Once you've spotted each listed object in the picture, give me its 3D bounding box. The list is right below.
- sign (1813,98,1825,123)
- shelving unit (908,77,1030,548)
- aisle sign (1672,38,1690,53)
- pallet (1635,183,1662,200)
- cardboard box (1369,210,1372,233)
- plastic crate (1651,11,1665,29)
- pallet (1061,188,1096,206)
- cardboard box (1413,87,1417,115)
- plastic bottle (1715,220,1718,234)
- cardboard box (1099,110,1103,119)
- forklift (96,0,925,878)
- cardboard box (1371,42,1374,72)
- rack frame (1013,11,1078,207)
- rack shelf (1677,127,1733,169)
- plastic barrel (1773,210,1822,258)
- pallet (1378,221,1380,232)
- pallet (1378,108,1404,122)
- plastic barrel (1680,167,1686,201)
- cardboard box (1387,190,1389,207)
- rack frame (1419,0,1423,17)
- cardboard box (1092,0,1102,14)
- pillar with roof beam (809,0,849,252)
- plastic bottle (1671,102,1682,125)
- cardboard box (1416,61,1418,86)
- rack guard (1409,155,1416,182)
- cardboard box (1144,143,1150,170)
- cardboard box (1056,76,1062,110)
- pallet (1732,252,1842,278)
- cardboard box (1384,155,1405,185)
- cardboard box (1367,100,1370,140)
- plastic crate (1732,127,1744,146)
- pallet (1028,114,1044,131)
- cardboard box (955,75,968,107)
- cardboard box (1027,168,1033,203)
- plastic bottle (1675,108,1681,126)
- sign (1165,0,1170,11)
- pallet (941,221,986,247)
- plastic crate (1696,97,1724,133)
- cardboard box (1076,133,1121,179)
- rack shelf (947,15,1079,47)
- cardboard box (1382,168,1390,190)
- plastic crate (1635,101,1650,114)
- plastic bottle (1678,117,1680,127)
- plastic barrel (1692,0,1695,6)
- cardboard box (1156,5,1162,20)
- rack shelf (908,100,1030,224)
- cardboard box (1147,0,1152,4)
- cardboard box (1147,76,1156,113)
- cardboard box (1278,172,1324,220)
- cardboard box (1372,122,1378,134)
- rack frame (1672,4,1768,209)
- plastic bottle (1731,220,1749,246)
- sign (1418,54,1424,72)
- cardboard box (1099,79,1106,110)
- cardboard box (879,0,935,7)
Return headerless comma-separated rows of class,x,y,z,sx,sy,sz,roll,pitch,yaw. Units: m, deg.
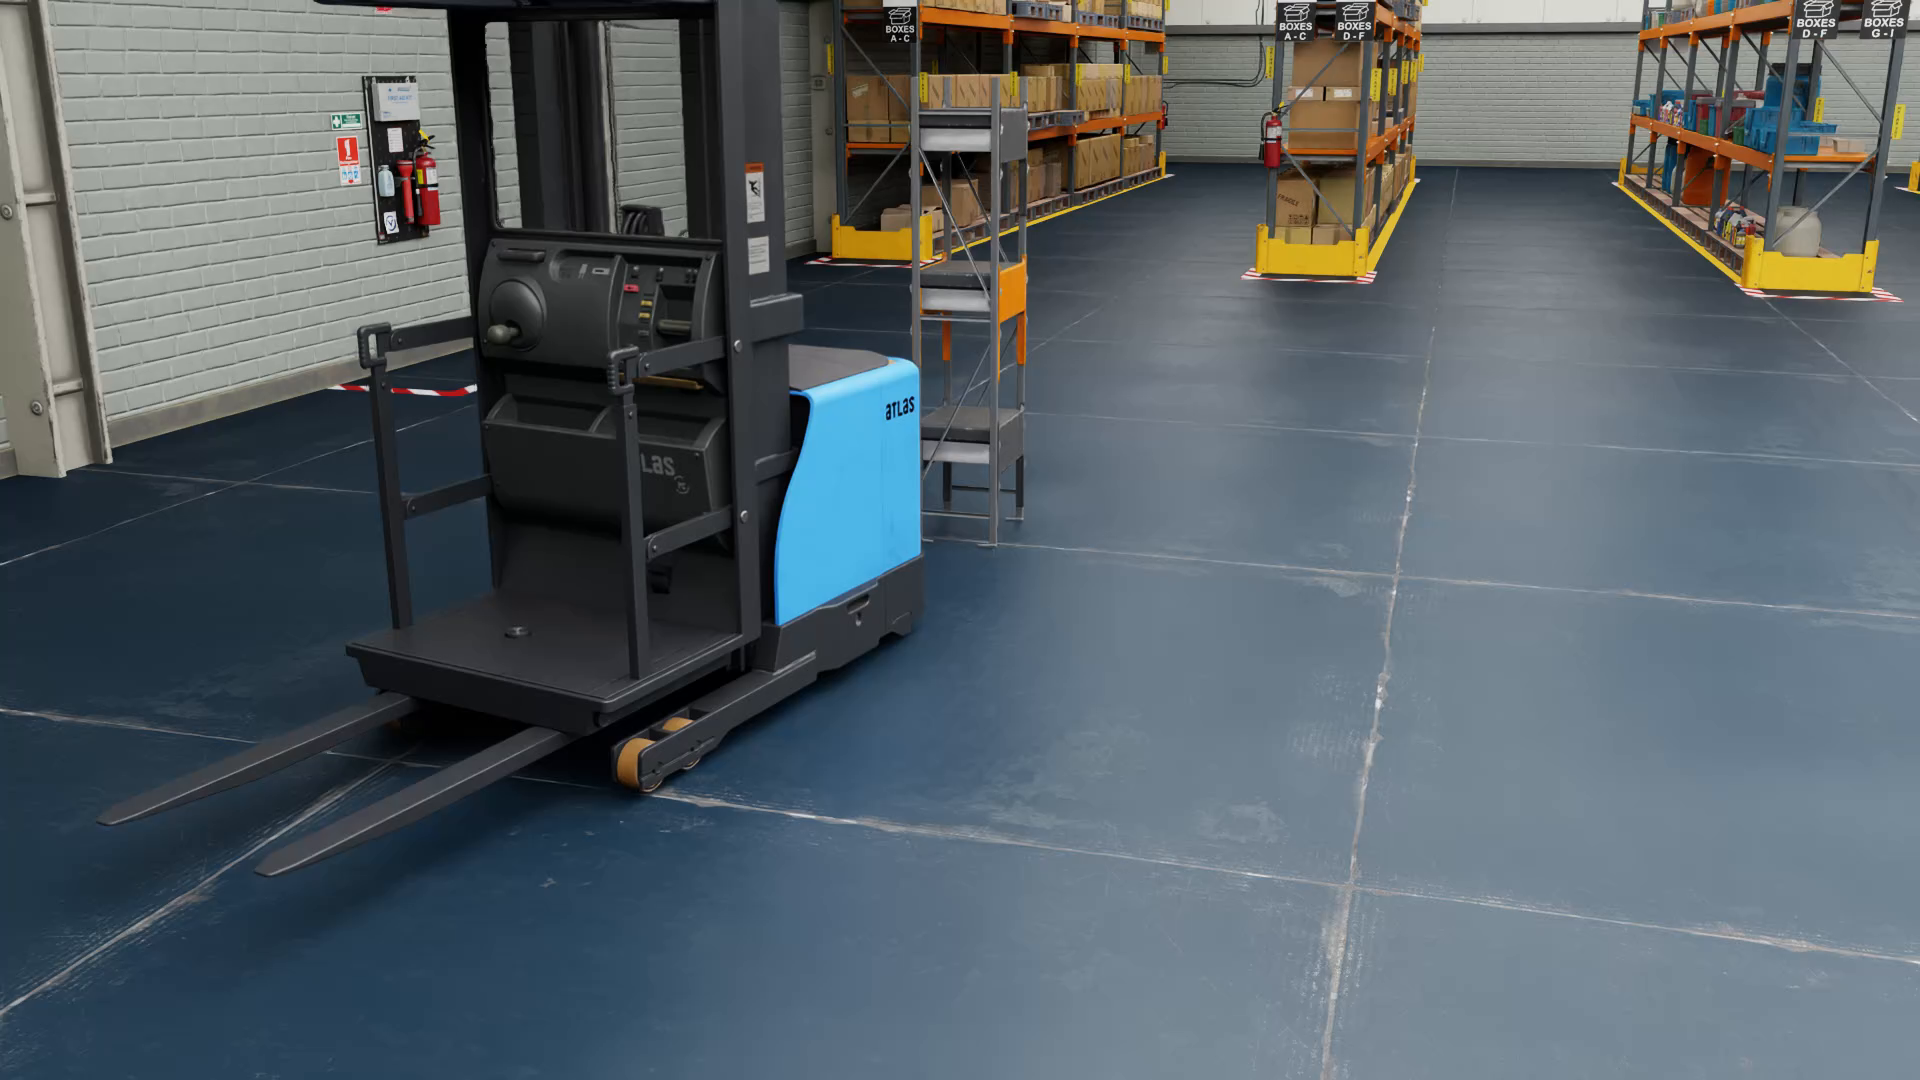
sign,10.223,-5.099,19.802,0.100,0.325,0.005,5,16,16
shelving unit,0.047,-1.053,7.696,0.431,2.100,0.503,5,16,16
aisle sign,13.410,-9.398,30.701,0.394,0.787,0.004,5,16,16
pallet,12.144,-5.958,28.449,1.003,0.211,1.213,5,16,16
cardboard box,4.749,-3.875,20.265,0.500,0.250,0.500,5,16,16
plastic crate,12.183,-8.981,28.716,0.437,0.282,0.530,5,16,16
pallet,1.633,-5.685,27.486,1.003,0.211,1.213,5,16,16
cardboard box,8.351,-8.310,31.446,0.500,0.500,0.500,5,17,16
plastic bottle,9.130,-3.774,19.961,0.097,0.201,0.097,0,16,0
cardboard box,2.246,-7.322,28.571,0.380,0.149,0.250,4,16,14
forklift,-1.280,-0.775,5.191,1.130,2.935,3.031,8,18,27
cardboard box,4.545,-5.689,19.828,0.700,0.500,0.500,5,16,16
rack frame,1.337,-6.826,26.399,1.000,3.000,0.127,5,16,16
rack shelf,10.267,-5.189,21.943,1.077,0.370,4.000,5,16,16
plastic barrel,8.676,-3.148,17.221,0.421,0.512,0.421,0,16,0
pallet,5.123,-4.251,22.429,1.003,0.211,1.213,5,16,16
pallet,6.636,-6.860,26.869,1.003,0.211,1.213,5,16,16
plastic barrel,11.033,-5.347,24.973,0.421,0.512,0.421,0,16,0
cardboard box,5.883,-4.899,23.874,0.500,0.250,0.500,5,17,17
rack frame,8.361,-11.422,31.608,1.000,3.000,0.127,5,16,16
cardboard box,2.022,-9.203,28.292,0.700,0.500,0.500,4,16,15
pillar with roof beam,2.561,-7.536,17.906,9.100,9.000,0.400,5,16,16
plastic bottle,10.951,-6.510,25.376,0.144,0.351,0.185,5,16,16
cardboard box,8.213,-8.659,30.845,0.500,0.500,0.500,5,17,17
rack guard,8.339,-7.313,32.698,1.175,0.500,0.348,5,16,16
cardboard box,3.365,-7.597,32.927,0.700,0.500,0.500,5,16,16
cardboard box,1.213,-6.962,25.889,0.700,0.500,0.500,3,16,9
pallet,8.775,-2.859,17.522,1.003,0.211,1.213,5,16,16
cardboard box,7.210,-6.219,28.031,0.500,0.500,0.500,5,16,16
cardboard box,4.541,-5.059,19.983,0.700,0.500,0.500,5,17,17
plastic crate,9.042,-4.576,18.854,0.450,0.188,0.662,5,16,16
pallet,0.557,-5.876,23.400,1.003,0.211,1.213,5,16,16
cardboard box,-0.210,-5.396,20.221,0.500,0.500,0.500,4,16,14
cardboard box,0.676,-5.252,24.623,0.700,0.500,0.500,5,17,17
plastic bottle,10.768,-6.326,24.871,0.097,0.271,0.097,0,16,0
sign,4.127,-10.704,33.097,0.100,0.325,0.005,5,16,16
pallet,-0.302,-3.939,21.331,1.003,0.211,1.213,5,16,16
plastic crate,10.083,-5.690,22.274,0.402,0.464,0.583,5,16,16
cardboard box,2.414,-6.860,29.689,0.750,0.750,0.750,5,17,17
rack shelf,0.769,-7.400,24.243,1.077,0.370,4.000,5,16,16
cardboard box,5.887,-5.167,23.793,0.500,0.311,0.500,5,16,16
plastic crate,12.536,-7.888,30.339,0.416,0.233,0.300,5,16,16
plastic bottle,10.657,-6.190,24.521,0.097,0.201,0.097,0,16,0
plastic barrel,11.195,-8.244,24.881,0.433,0.535,0.433,0,16,0
cardboard box,3.657,-10.328,32.570,0.500,0.250,0.500,5,17,18
rack shelf,0.047,-1.714,7.508,0.431,0.518,0.480,5,16,16
cardboard box,3.371,-10.421,31.524,0.500,0.500,0.500,4,16,13
cardboard box,3.279,-8.738,32.589,0.980,0.700,0.700,4,16,15
cardboard box,3.951,-4.016,19.387,0.500,0.500,0.500,5,16,16
cardboard box,5.399,-5.492,22.154,0.380,0.149,0.250,5,16,16
rack frame,10.836,-6.058,23.690,1.000,3.000,0.127,5,16,16
plastic bottle,8.762,-3.444,18.661,0.152,0.276,0.135,5,17,16
sign,8.887,-9.197,32.055,0.100,0.325,0.005,5,16,16
cardboard box,2.161,-7.537,28.140,0.500,0.500,0.500,5,17,17
cardboard box,-0.602,-6.302,18.834,0.500,0.500,0.500,5,17,17
